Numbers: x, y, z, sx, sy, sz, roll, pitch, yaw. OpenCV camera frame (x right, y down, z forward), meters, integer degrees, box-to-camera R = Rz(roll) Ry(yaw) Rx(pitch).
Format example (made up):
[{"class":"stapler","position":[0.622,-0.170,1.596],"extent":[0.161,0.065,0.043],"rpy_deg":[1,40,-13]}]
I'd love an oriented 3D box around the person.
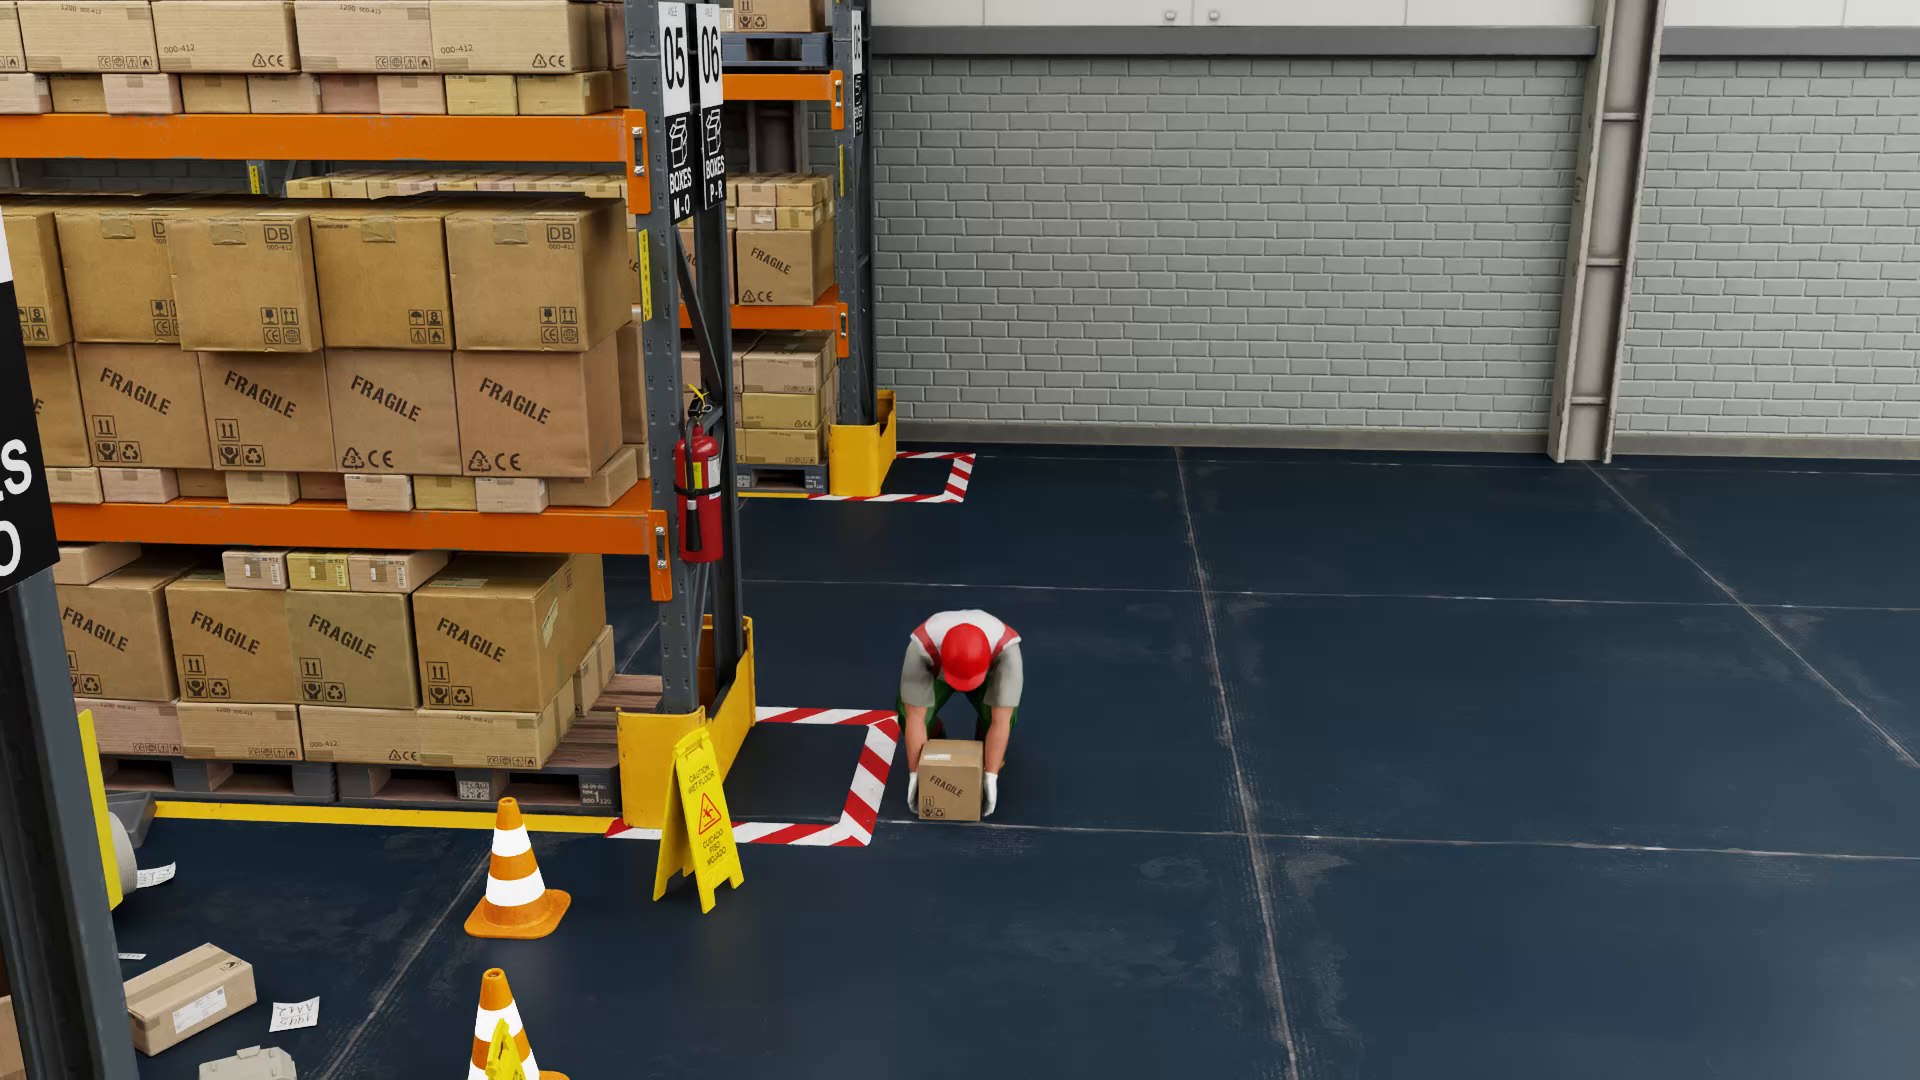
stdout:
[{"class":"person","position":[-0.001,0.653,7.121],"extent":[0.553,0.877,0.901],"rpy_deg":[1,17,4]}]
